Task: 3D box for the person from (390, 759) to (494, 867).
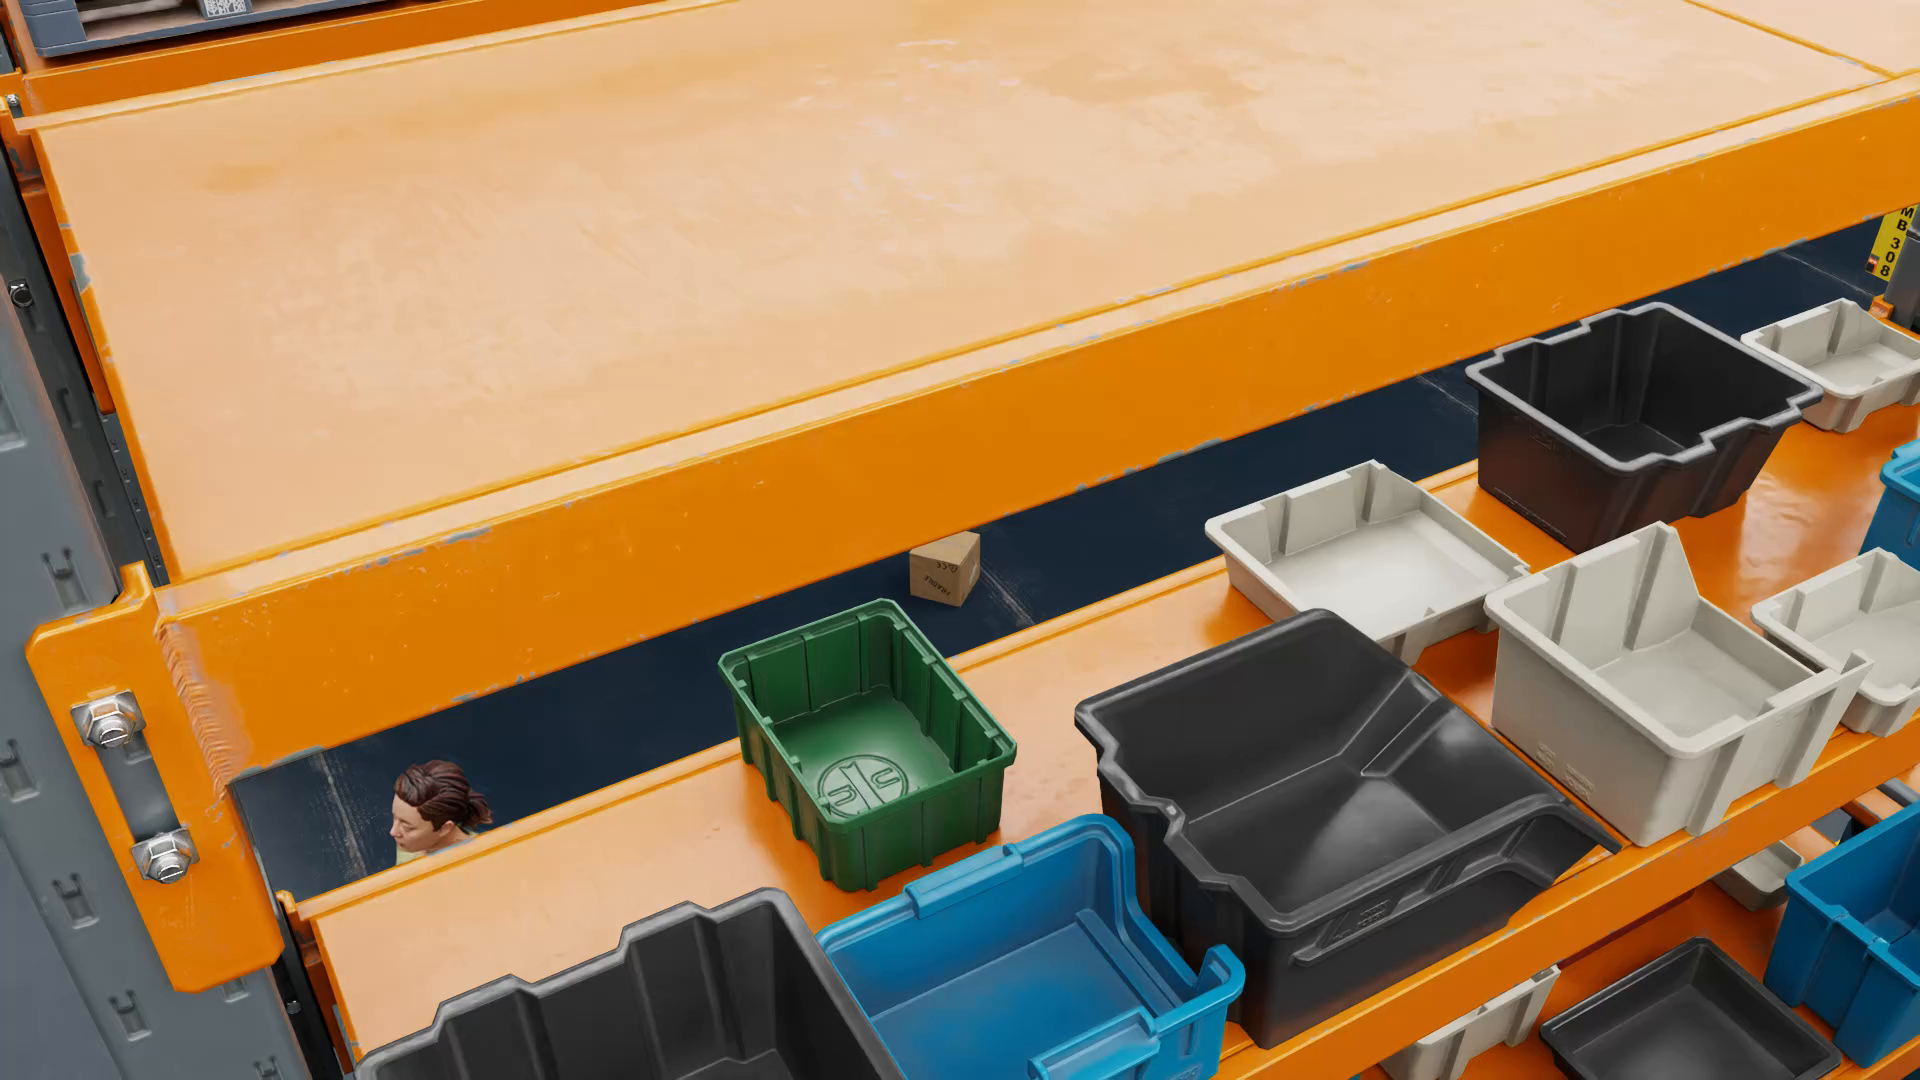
[{"bbox_3d":[-1.433,1.293,4.884,0.479,1.662,0.476,24,43,28],"label":"person"}]
